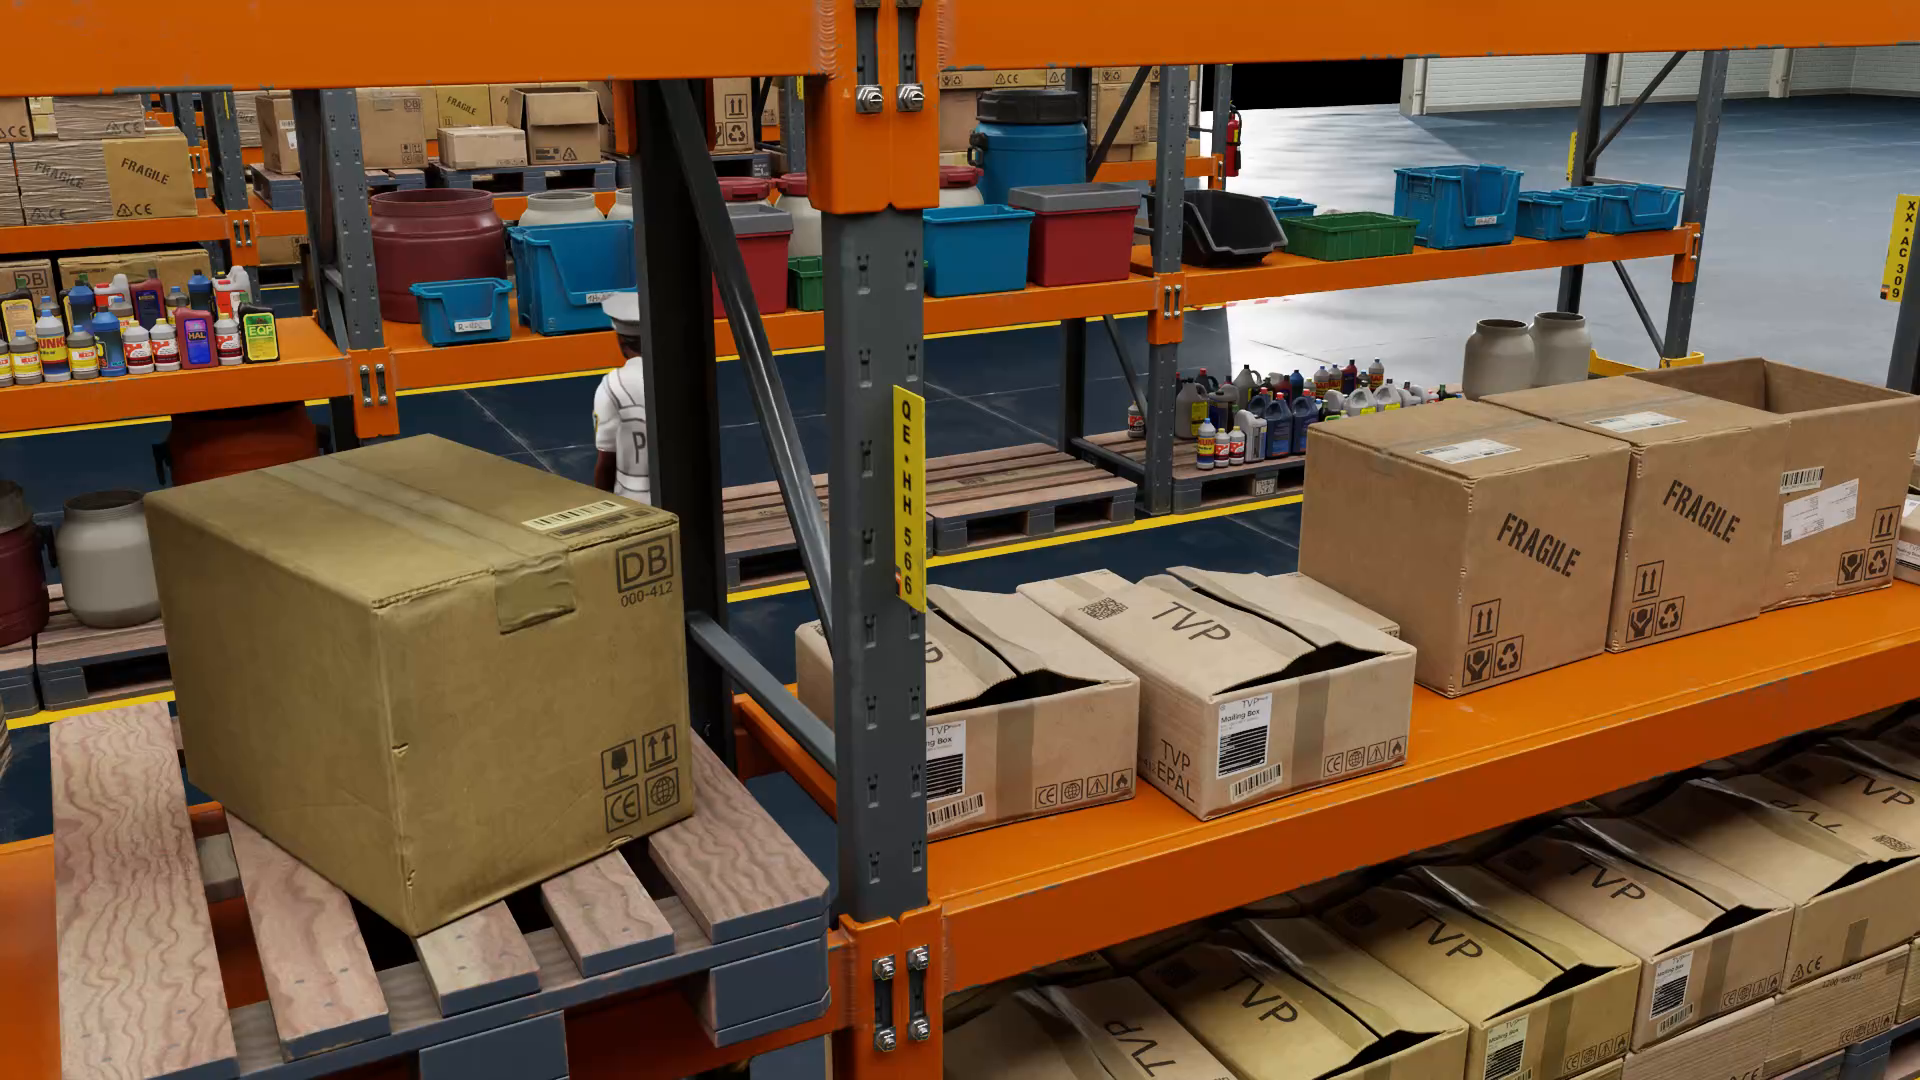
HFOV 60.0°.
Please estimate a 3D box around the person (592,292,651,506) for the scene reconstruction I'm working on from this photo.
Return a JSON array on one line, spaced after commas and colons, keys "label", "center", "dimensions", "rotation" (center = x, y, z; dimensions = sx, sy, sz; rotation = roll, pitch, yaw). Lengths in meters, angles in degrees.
[{"label": "person", "center": [-1.155, -0.098, 6.337], "dimensions": [0.495, 1.668, 0.423], "rotation": [-10, 21, -28]}]
